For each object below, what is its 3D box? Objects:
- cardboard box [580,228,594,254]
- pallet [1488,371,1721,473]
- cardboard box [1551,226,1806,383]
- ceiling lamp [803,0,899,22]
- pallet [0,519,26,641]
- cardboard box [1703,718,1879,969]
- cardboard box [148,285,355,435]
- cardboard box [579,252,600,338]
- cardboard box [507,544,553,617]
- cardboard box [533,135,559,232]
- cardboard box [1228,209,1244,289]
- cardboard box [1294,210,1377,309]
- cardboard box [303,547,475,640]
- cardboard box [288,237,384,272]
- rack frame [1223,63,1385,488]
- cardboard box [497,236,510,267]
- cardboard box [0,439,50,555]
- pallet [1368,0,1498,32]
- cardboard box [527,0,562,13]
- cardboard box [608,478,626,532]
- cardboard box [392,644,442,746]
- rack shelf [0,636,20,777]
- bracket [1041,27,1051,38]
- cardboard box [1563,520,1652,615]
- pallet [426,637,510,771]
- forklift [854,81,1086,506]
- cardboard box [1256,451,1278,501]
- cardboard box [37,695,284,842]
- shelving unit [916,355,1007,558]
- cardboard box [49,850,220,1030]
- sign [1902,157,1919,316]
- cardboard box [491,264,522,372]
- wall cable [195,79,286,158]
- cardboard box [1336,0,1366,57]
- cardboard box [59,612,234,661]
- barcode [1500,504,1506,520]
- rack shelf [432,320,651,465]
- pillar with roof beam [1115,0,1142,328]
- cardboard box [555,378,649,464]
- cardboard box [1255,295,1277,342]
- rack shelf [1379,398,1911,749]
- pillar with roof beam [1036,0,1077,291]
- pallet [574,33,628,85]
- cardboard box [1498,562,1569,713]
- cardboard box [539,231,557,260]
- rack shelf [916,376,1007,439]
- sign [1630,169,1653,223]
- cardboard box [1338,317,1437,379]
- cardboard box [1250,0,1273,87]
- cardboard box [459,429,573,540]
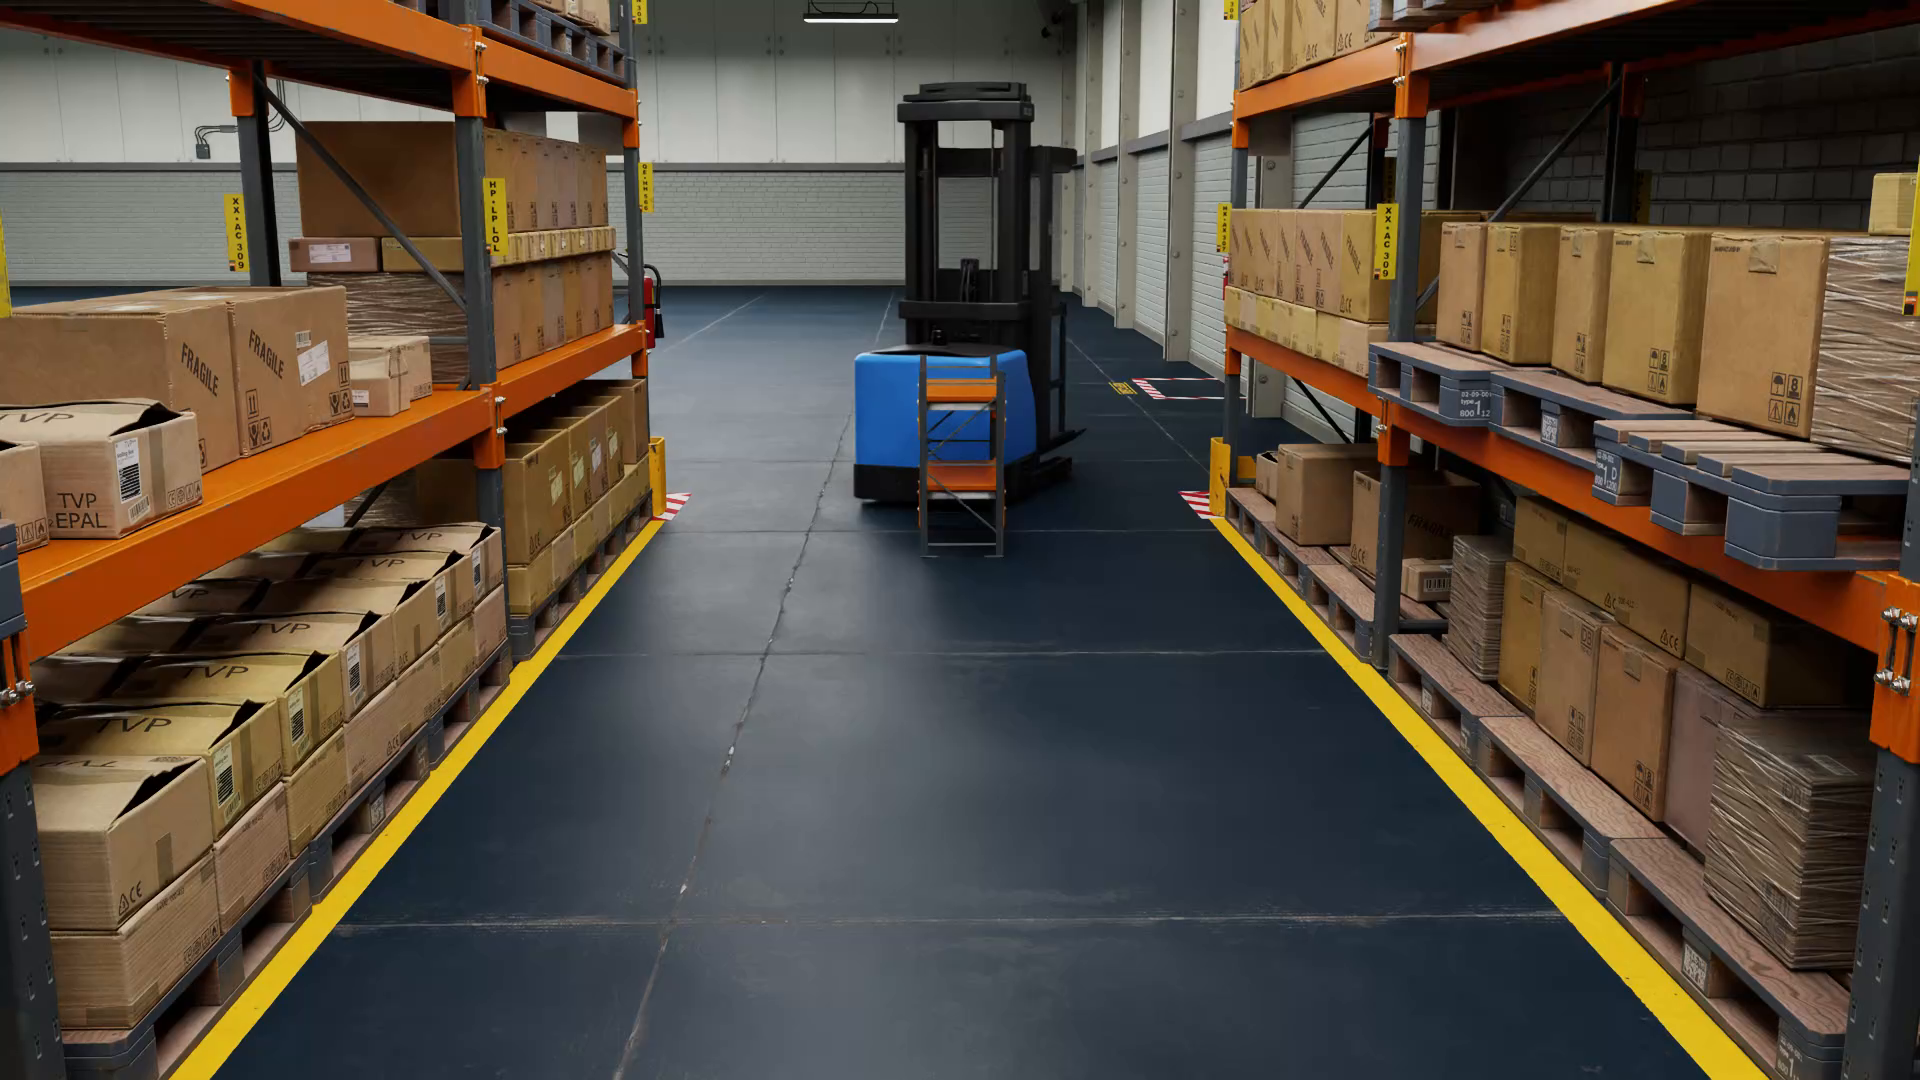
[{"bbox_3d":[-2.416,-1.795,9.977,0.380,0.149,0.250,0,11,0],"label":"cardboard box"},{"bbox_3d":[2.406,-0.386,5.399,1.003,0.211,1.213,0,11,-1],"label":"pallet"},{"bbox_3d":[2.431,-0.803,5.615,0.700,0.500,0.500,1,12,7],"label":"cardboard box"},{"bbox_3d":[-2.297,-12.517,34.943,2.000,3.185,0.800,0,11,-1],"label":"ceiling lamp"},{"bbox_3d":[-2.380,0.163,2.693,1.213,0.211,1.003,0,11,-1],"label":"pallet"},{"bbox_3d":[2.421,0.780,4.350,0.700,0.500,0.500,0,11,0],"label":"cardboard box"},{"bbox_3d":[-2.537,-0.652,5.977,0.500,0.500,0.500,1,11,3],"label":"cardboard box"},{"bbox_3d":[-2.617,-1.507,10.194,0.700,0.500,0.500,0,11,0],"label":"cardboard box"},{"bbox_3d":[-2.253,0.188,7.949,0.500,0.250,0.500,0,11,-1],"label":"cardboard box"},{"bbox_3d":[-2.594,-1.933,9.027,0.700,0.500,0.500,0,11,-1],"label":"cardboard box"},{"bbox_3d":[2.032,-1.884,10.744,0.500,0.500,0.500,0,11,-1],"label":"cardboard box"},{"bbox_3d":[2.071,-1.477,8.738,0.500,0.500,0.500,-1,11,-3],"label":"cardboard box"},{"bbox_3d":[-2.235,0.189,6.532,0.500,0.311,0.500,0,11,0],"label":"cardboard box"},{"bbox_3d":[-2.767,-1.281,7.444,0.380,0.149,0.250,0,11,-1],"label":"cardboard box"},{"bbox_3d":[2.323,-1.677,11.280,1.000,3.000,0.127,0,11,-1],"label":"rack frame"},{"bbox_3d":[-2.371,-1.383,7.948,0.380,0.149,0.250,-1,11,-3],"label":"cardboard box"},{"bbox_3d":[-2.428,-0.094,3.703,0.500,0.311,0.500,0,11,2],"label":"cardboard box"},{"bbox_3d":[2.312,-2.136,6.474,1.213,0.211,1.003,0,11,-1],"label":"pallet"},{"bbox_3d":[-2.455,-2.983,8.508,0.797,0.503,0.637,1,12,5],"label":"cardboard box"},{"bbox_3d":[-2.289,-0.210,9.908,0.500,0.250,0.500,0,11,-1],"label":"cardboard box"},{"bbox_3d":[-2.229,0.565,6.091,0.500,0.250,0.500,0,11,0],"label":"cardboard box"},{"bbox_3d":[-2.423,0.685,1.449,1.077,0.370,4.000,0,11,-1],"label":"rack shelf"},{"bbox_3d":[2.170,-12.761,41.773,0.235,0.232,0.430,0,11,-1],"label":"bracket"},{"bbox_3d":[2.464,0.097,5.829,0.500,0.250,0.500,-1,11,-3],"label":"cardboard box"},{"bbox_3d":[-2.493,0.652,6.813,1.003,0.211,1.213,0,11,-1],"label":"pallet"},{"bbox_3d":[0.234,-1.908,12.592,1.130,2.935,3.031,4,12,20],"label":"forklift"},{"bbox_3d":[2.247,-0.437,10.824,0.500,0.311,0.500,-2,12,-8],"label":"cardboard box"},{"bbox_3d":[-2.201,0.592,4.547,0.500,0.311,0.500,-1,11,-3],"label":"cardboard box"},{"bbox_3d":[0.000,-0.550,10.441,0.538,1.125,1.048,0,11,-1],"label":"shelving unit"},{"bbox_3d":[-2.182,0.971,4.088,0.500,0.250,0.500,0,11,-1],"label":"cardboard box"},{"bbox_3d":[1.946,-0.611,3.314,0.100,0.325,0.005,0,11,-1],"label":"sign"},{"bbox_3d":[-2.580,-1.103,8.198,0.700,0.500,0.500,0,11,-2],"label":"cardboard box"},{"bbox_3d":[-18.158,-12.609,41.524,2.305,6.003,0.169,0,11,-1],"label":"wall cable"},{"bbox_3d":[2.150,-2.610,8.036,0.500,0.500,0.500,-1,12,-6],"label":"cardboard box"},{"bbox_3d":[-2.754,0.395,5.516,0.500,0.311,0.500,0,11,0],"label":"cardboard box"},{"bbox_3d":[2.634,-0.137,8.067,0.001,0.075,0.075,0,11,-1],"label":"barcode"},{"bbox_3d":[-2.588,-0.906,9.288,1.077,0.370,4.000,0,11,-1],"label":"rack shelf"},{"bbox_3d":[-1.474,-8.042,27.565,9.100,9.000,0.400,0,11,-1],"label":"pillar with roof beam"},{"bbox_3d":[-2.321,-0.776,10.813,0.500,0.500,0.500,0,11,-1],"label":"cardboard box"},{"bbox_3d":[2.045,-1.310,9.800,0.500,0.250,0.500,0,11,-2],"label":"cardboard box"},{"bbox_3d":[2.447,-0.131,5.472,1.077,0.370,4.000,0,11,-1],"label":"rack shelf"},{"bbox_3d":[-1.722,-10.427,39.322,9.100,9.000,0.548,0,11,-1],"label":"pillar with roof beam"},{"bbox_3d":[-2.641,-2.942,10.193,1.003,0.211,1.213,0,11,-1],"label":"pallet"},{"bbox_3d":[2.498,0.377,6.339,0.700,0.500,0.500,0,11,-2],"label":"cardboard box"},{"bbox_3d":[-2.395,-1.590,8.967,0.380,0.149,0.250,0,11,-2],"label":"cardboard box"},{"bbox_3d":[0.000,-0.837,10.382,0.538,0.278,1.000,0,11,-1],"label":"rack shelf"},{"bbox_3d":[2.960,-1.452,7.260,0.100,0.325,0.005,0,11,-1],"label":"sign"},{"bbox_3d":[2.093,-0.911,7.831,0.500,0.250,0.500,0,11,-1],"label":"cardboard box"},{"bbox_3d":[2.055,-3.031,10.110,0.500,0.500,0.500,1,11,3],"label":"cardboard box"},{"bbox_3d":[-2.262,-0.279,8.364,0.500,0.500,0.500,0,11,-1],"label":"cardboard box"}]
